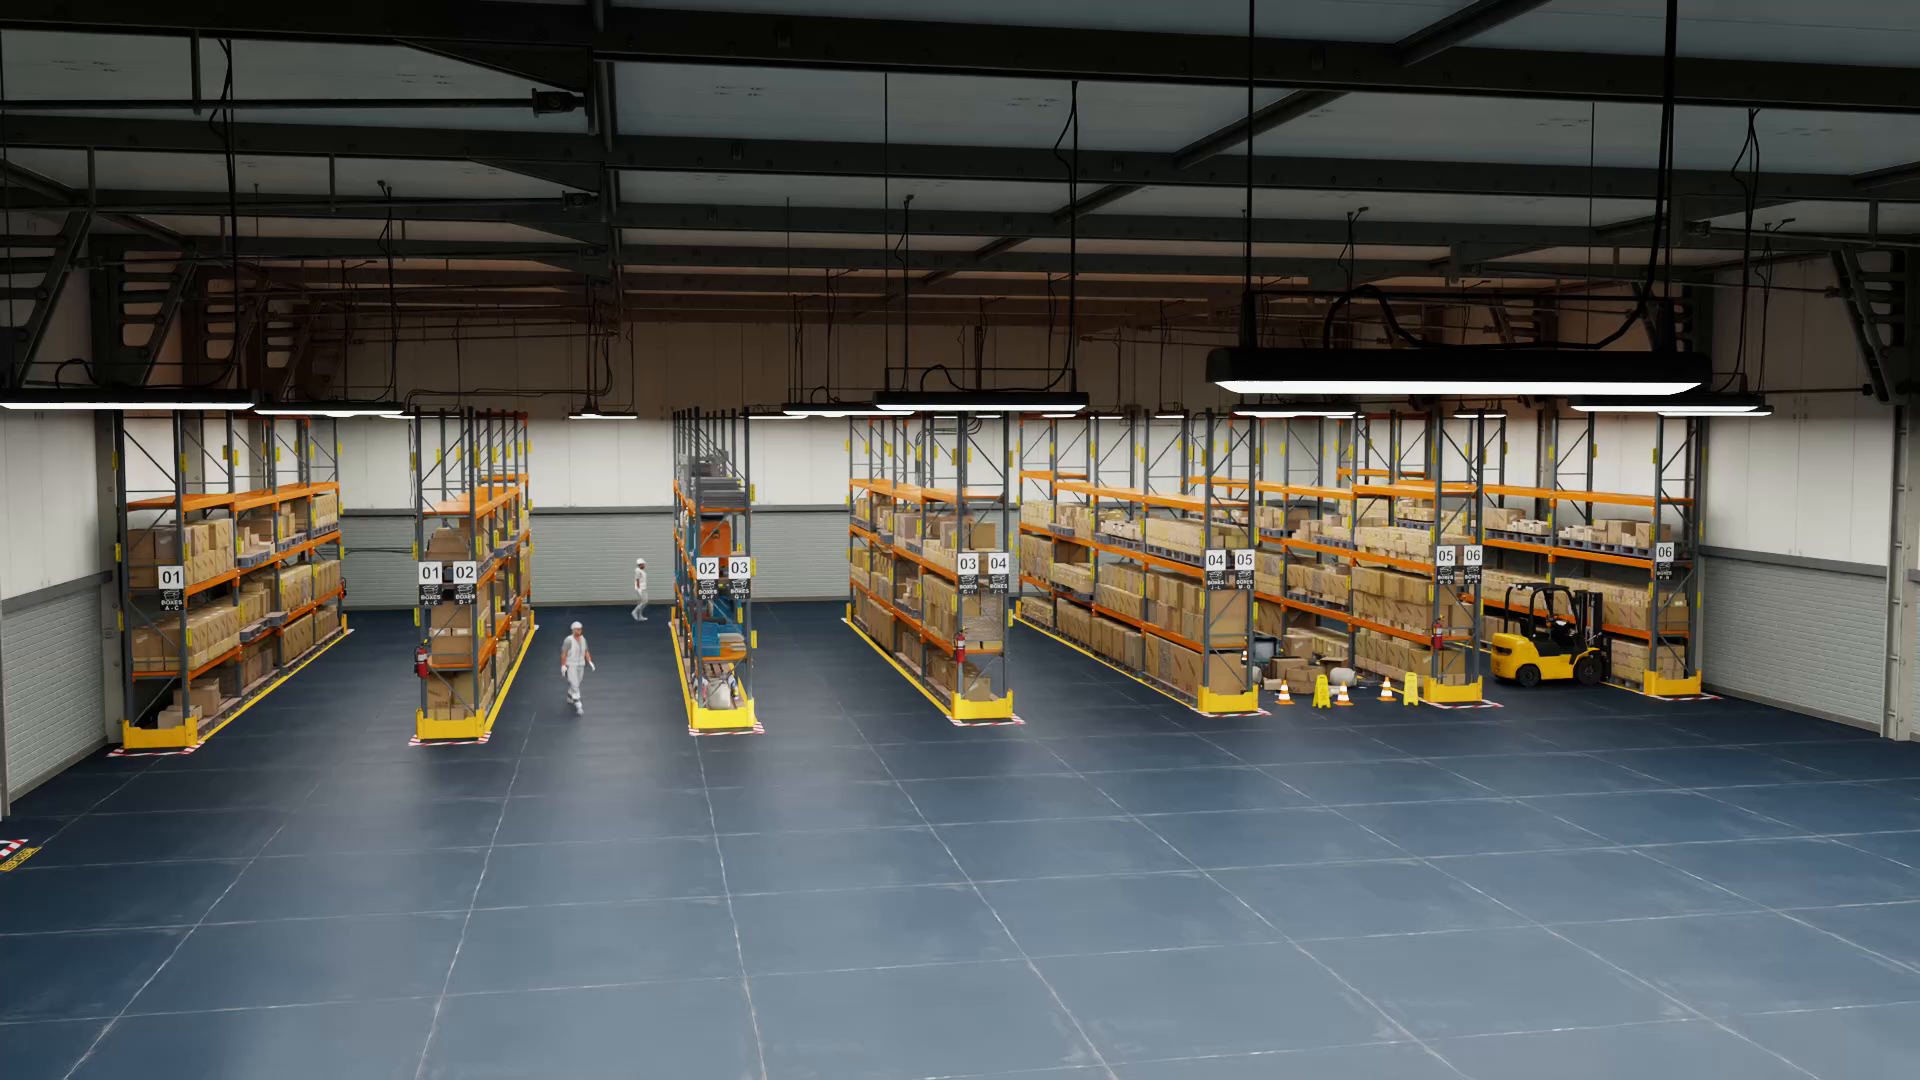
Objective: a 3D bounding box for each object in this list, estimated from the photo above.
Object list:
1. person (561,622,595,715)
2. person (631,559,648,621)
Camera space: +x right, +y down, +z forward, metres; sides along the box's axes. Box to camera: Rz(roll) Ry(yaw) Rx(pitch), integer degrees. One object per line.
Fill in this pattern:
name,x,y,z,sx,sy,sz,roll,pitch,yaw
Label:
person,-7.573,2.499,32.871,0.634,1.770,0.959,-3,5,-41
person,-9.189,1.427,47.653,0.489,1.783,0.591,-1,4,-15
